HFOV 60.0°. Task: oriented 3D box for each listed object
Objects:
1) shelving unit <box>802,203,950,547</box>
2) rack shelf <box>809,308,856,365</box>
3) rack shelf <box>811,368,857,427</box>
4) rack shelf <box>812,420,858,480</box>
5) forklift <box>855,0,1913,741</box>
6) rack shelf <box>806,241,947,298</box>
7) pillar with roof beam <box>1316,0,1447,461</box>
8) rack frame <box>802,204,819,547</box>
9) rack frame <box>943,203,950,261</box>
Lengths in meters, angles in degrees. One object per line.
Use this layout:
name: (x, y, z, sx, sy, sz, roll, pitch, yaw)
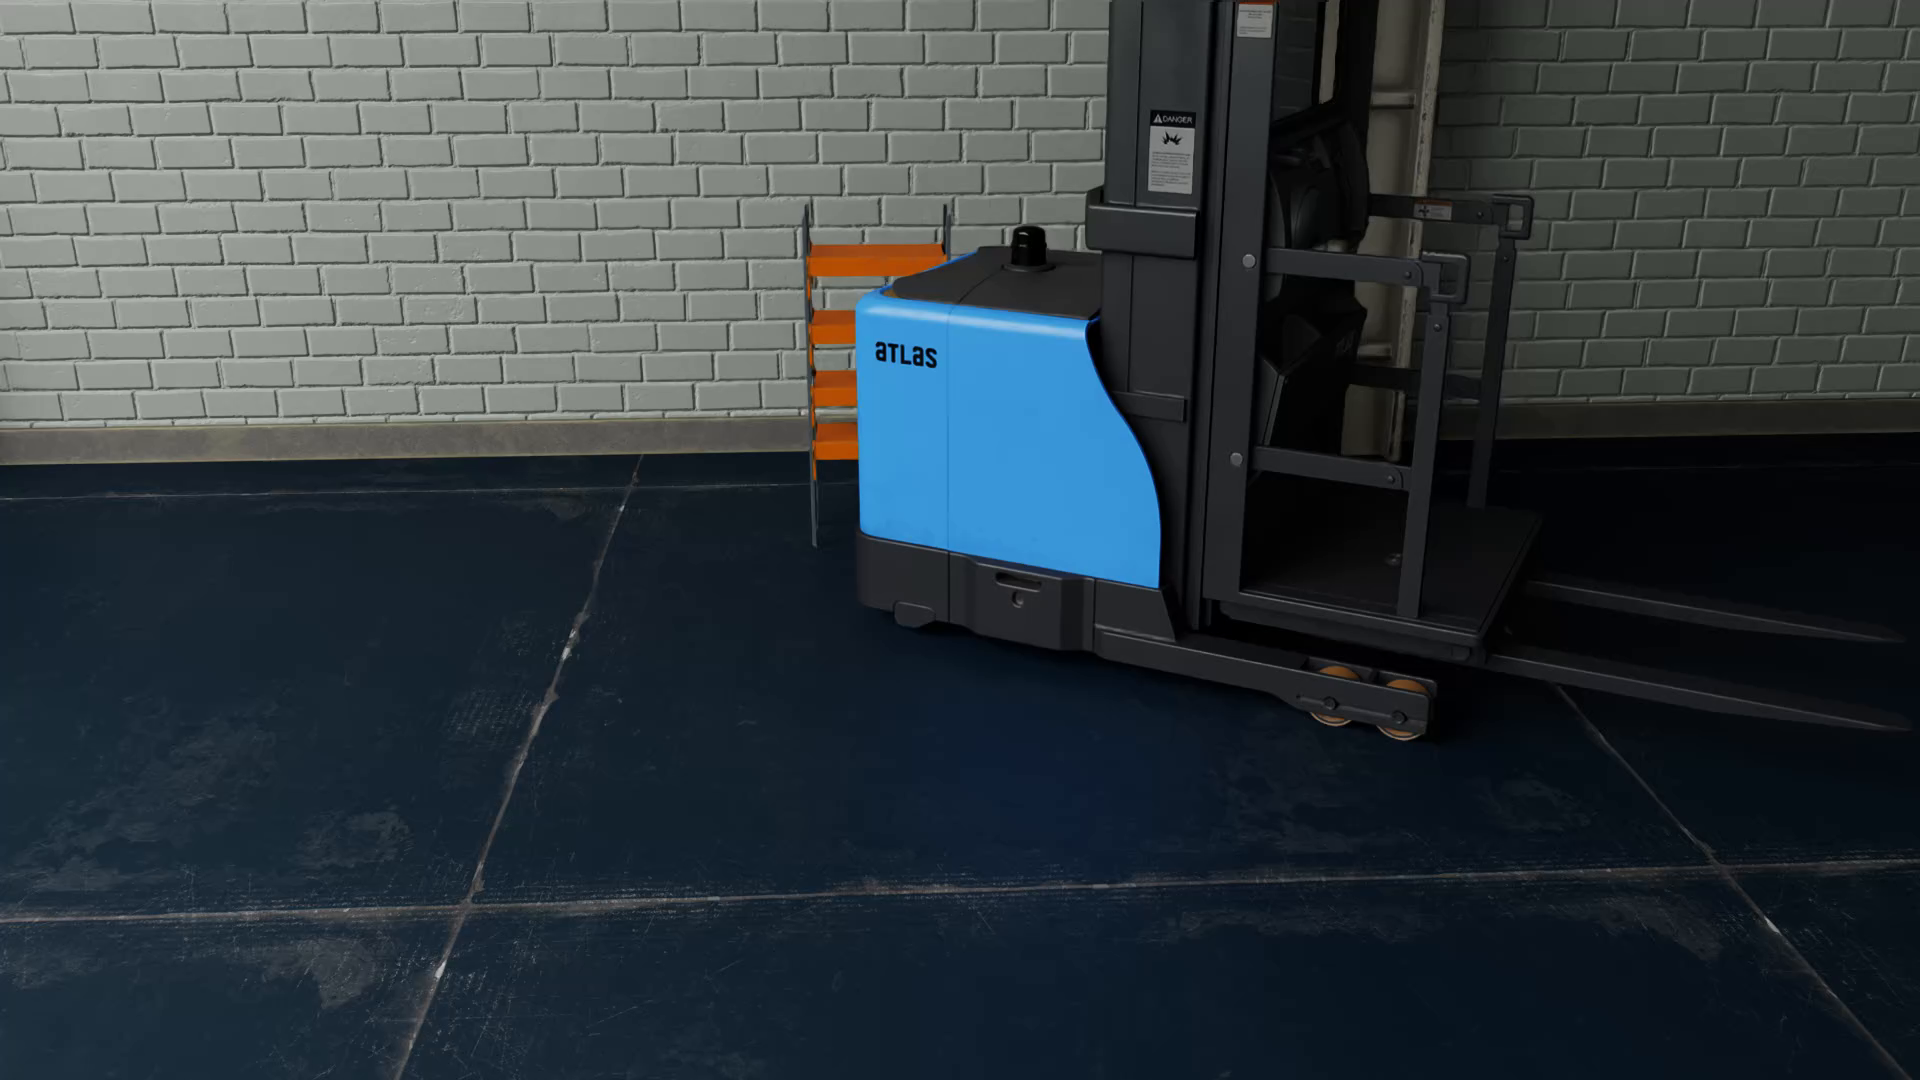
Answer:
shelving unit: (-0.290, -0.581, 5.961, 0.503, 1.200, 0.258, -1, 21, -2)
rack shelf: (-0.290, -0.727, 5.905, 0.480, 0.148, 0.258, -1, 21, -2)
rack shelf: (-0.290, -0.518, 5.985, 0.480, 0.148, 0.258, -1, 21, -2)
rack shelf: (-0.290, -0.333, 6.056, 0.480, 0.148, 0.258, -1, 21, -2)
forklift: (1.215, -1.025, 4.694, 3.031, 2.935, 1.130, 10, 23, 25)
rack shelf: (-0.290, -0.948, 5.821, 0.480, 0.148, 0.258, -1, 21, -2)
pillar with roof beam: (1.898, -3.061, 1.512, 0.400, 9.000, 9.100, -1, 21, -3)
rack frame: (-0.534, -0.577, 5.951, 0.015, 1.200, 0.240, -1, 21, -2)
rack frame: (-0.046, -0.585, 5.971, 0.015, 1.200, 0.240, -1, 21, -2)
